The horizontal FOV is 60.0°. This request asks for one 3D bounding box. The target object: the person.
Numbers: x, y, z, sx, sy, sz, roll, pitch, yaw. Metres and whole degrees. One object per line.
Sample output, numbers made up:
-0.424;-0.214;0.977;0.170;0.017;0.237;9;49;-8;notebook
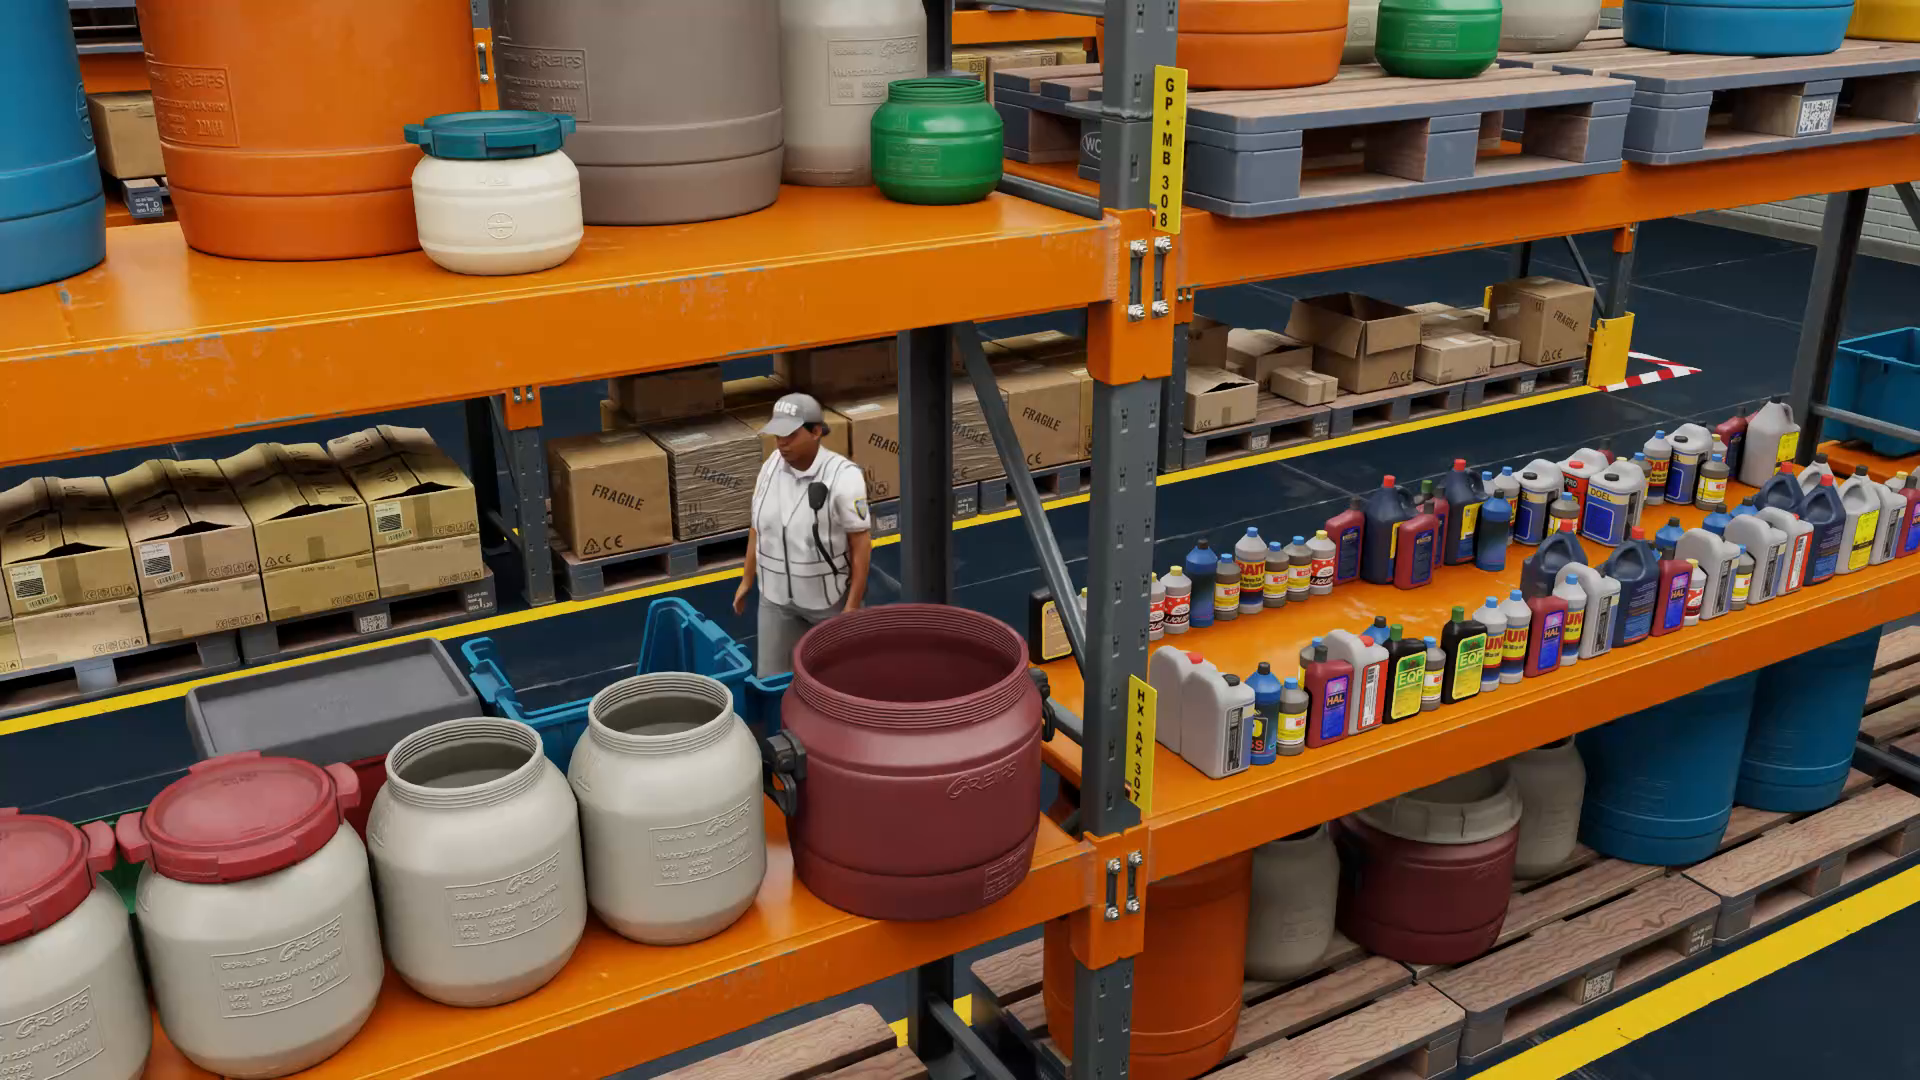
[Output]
-0.617;0.216;6.544;0.610;1.656;0.625;8;23;20;person
